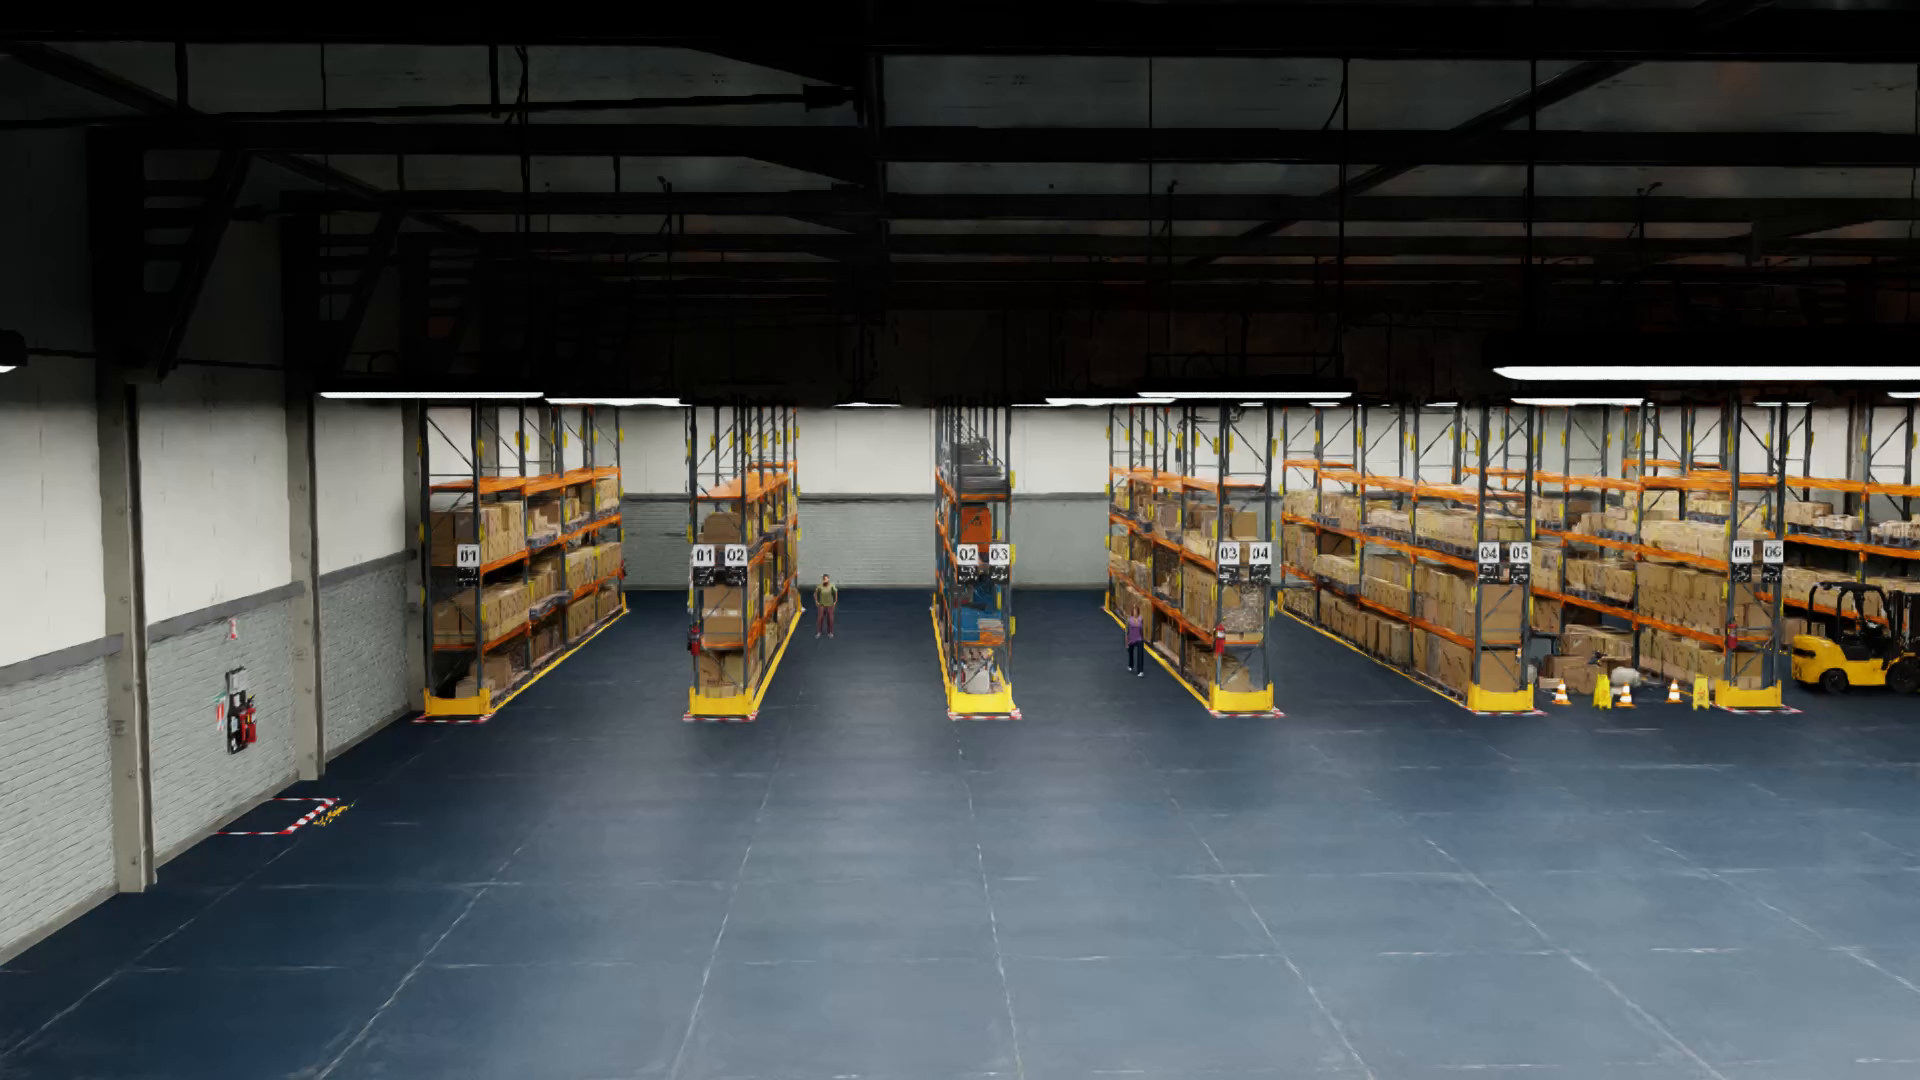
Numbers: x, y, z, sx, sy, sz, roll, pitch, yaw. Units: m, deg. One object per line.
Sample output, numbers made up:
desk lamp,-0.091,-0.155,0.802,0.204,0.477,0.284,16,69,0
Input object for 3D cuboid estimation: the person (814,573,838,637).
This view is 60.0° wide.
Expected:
person,-3.370,1.634,41.788,0.598,1.619,0.507,0,5,-4

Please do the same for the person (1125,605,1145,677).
person,3.748,2.142,35.695,0.418,1.504,1.033,0,4,2

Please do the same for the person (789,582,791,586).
person,-5.269,0.949,50.011,0.549,1.660,0.671,3,6,35

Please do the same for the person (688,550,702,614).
person,-7.421,1.161,46.466,0.391,1.789,0.638,-1,5,-8
